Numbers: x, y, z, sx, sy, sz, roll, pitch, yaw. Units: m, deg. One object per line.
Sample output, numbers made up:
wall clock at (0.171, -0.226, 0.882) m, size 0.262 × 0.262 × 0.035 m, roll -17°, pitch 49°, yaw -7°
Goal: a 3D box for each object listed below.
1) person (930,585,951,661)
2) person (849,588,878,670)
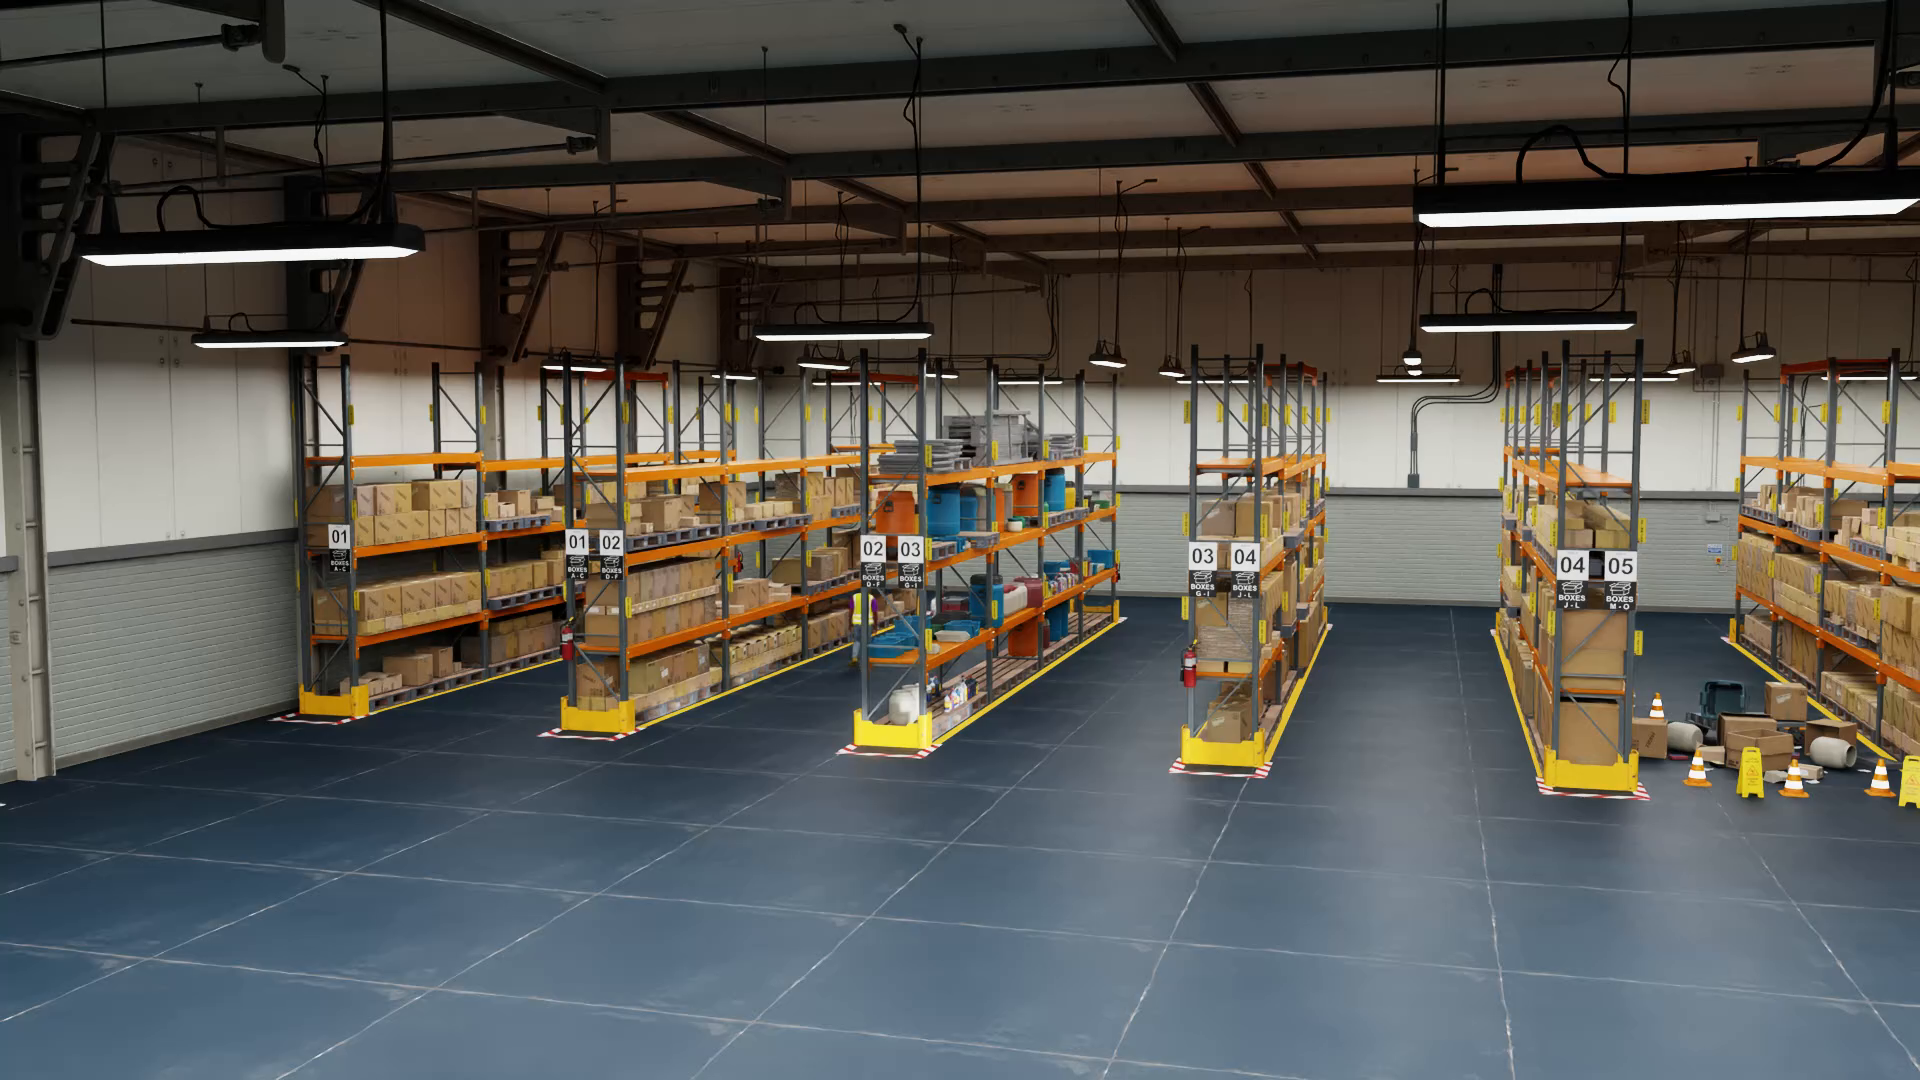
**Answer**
person at (-0.373, 1.686, 33.141) m, size 0.495 × 1.626 × 1.033 m, roll 1°, pitch 4°, yaw 13°
person at (-1.911, 1.667, 32.627) m, size 0.607 × 1.760 × 0.521 m, roll 1°, pitch 4°, yaw 17°
